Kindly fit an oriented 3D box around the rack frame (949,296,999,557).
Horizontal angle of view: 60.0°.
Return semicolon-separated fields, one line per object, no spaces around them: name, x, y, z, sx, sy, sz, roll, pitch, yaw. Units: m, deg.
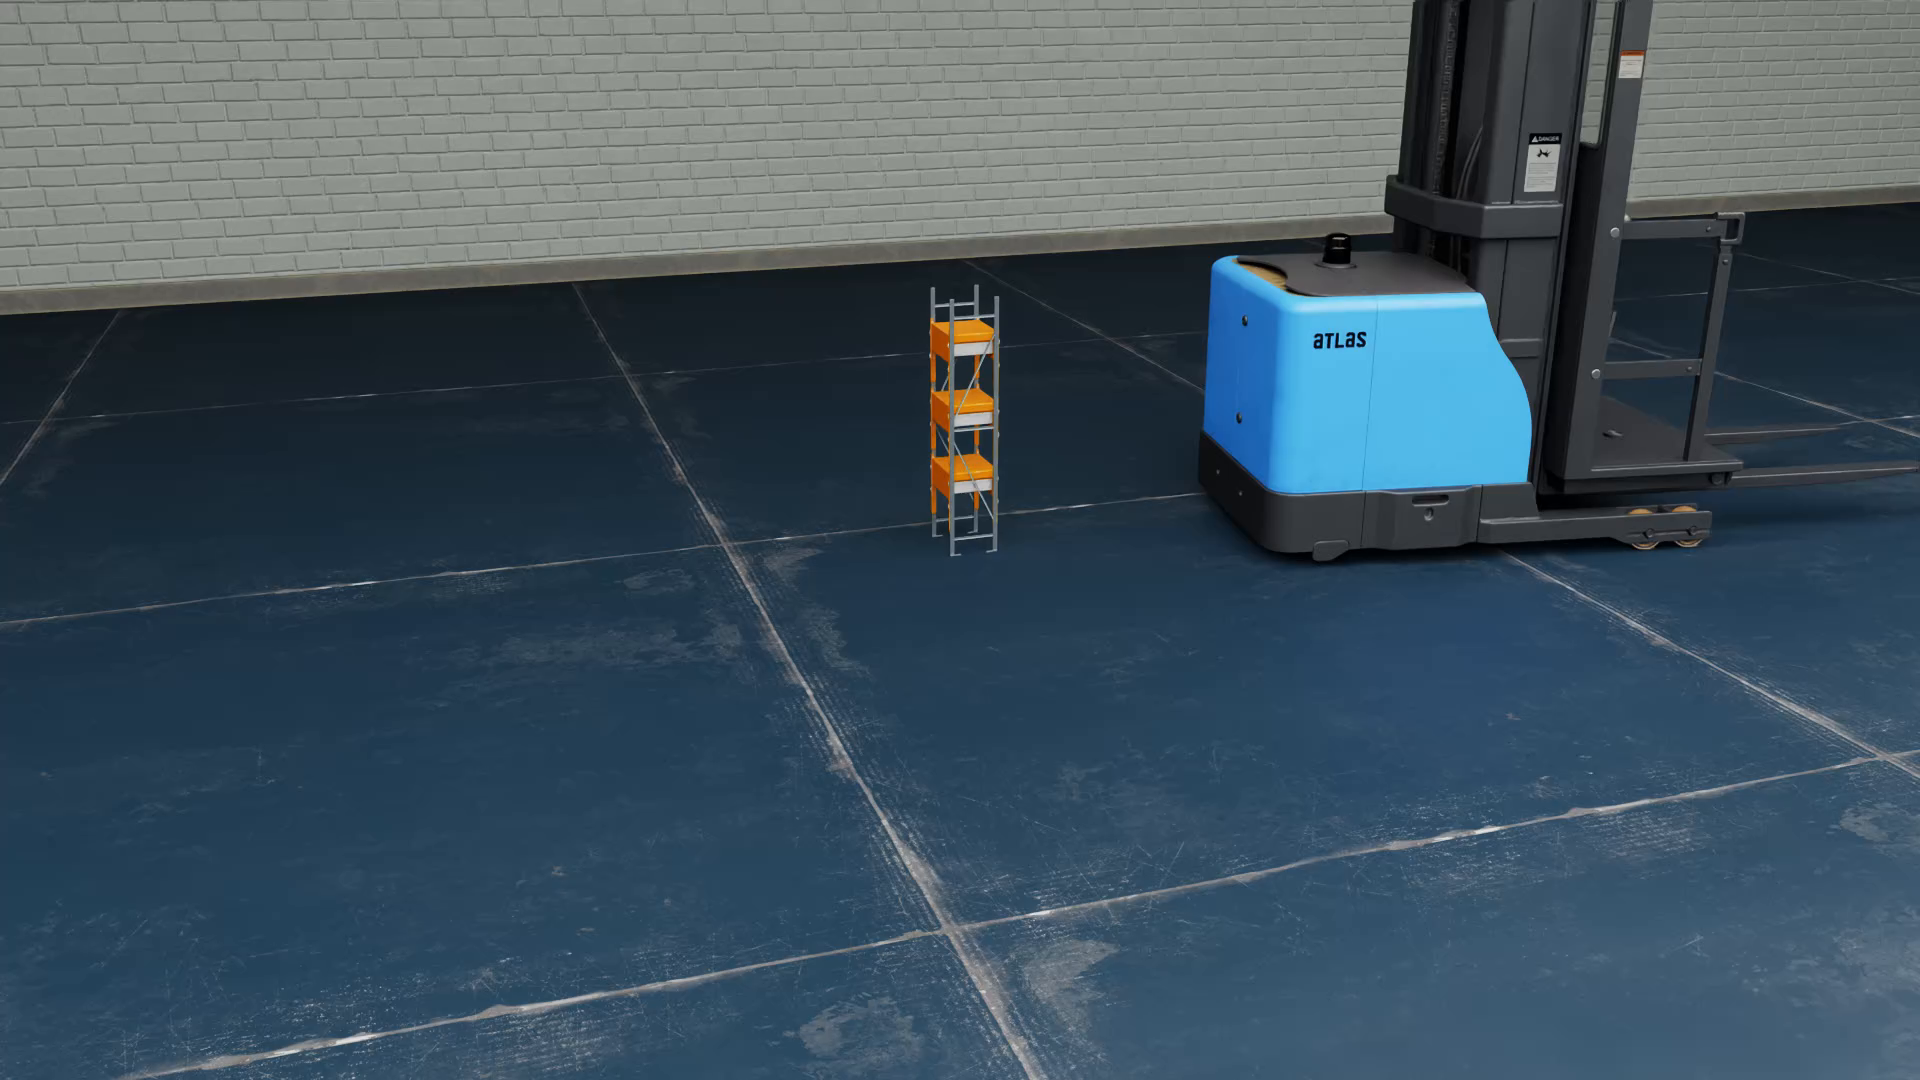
rack frame;0.055;-0.438;6.582;0.200;1.050;0.008;-6;21;-17

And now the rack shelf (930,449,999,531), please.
rack shelf;0.017;-0.205;6.789;0.215;0.259;0.240;-6;21;-17

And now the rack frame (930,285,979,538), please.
rack frame;-0.022;-0.516;6.800;0.200;1.050;0.008;-6;21;-17

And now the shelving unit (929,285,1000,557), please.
shelving unit;0.017;-0.477;6.691;0.215;1.050;0.252;-6;21;-17

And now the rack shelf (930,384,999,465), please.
rack shelf;0.017;-0.467;6.695;0.215;0.259;0.240;-6;21;-17

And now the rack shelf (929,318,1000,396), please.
rack shelf;0.017;-0.734;6.599;0.215;0.259;0.240;-6;21;-17

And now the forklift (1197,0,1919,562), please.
forklift;2.627;-1.512;6.790;3.031;2.935;1.130;-3;20;-9
